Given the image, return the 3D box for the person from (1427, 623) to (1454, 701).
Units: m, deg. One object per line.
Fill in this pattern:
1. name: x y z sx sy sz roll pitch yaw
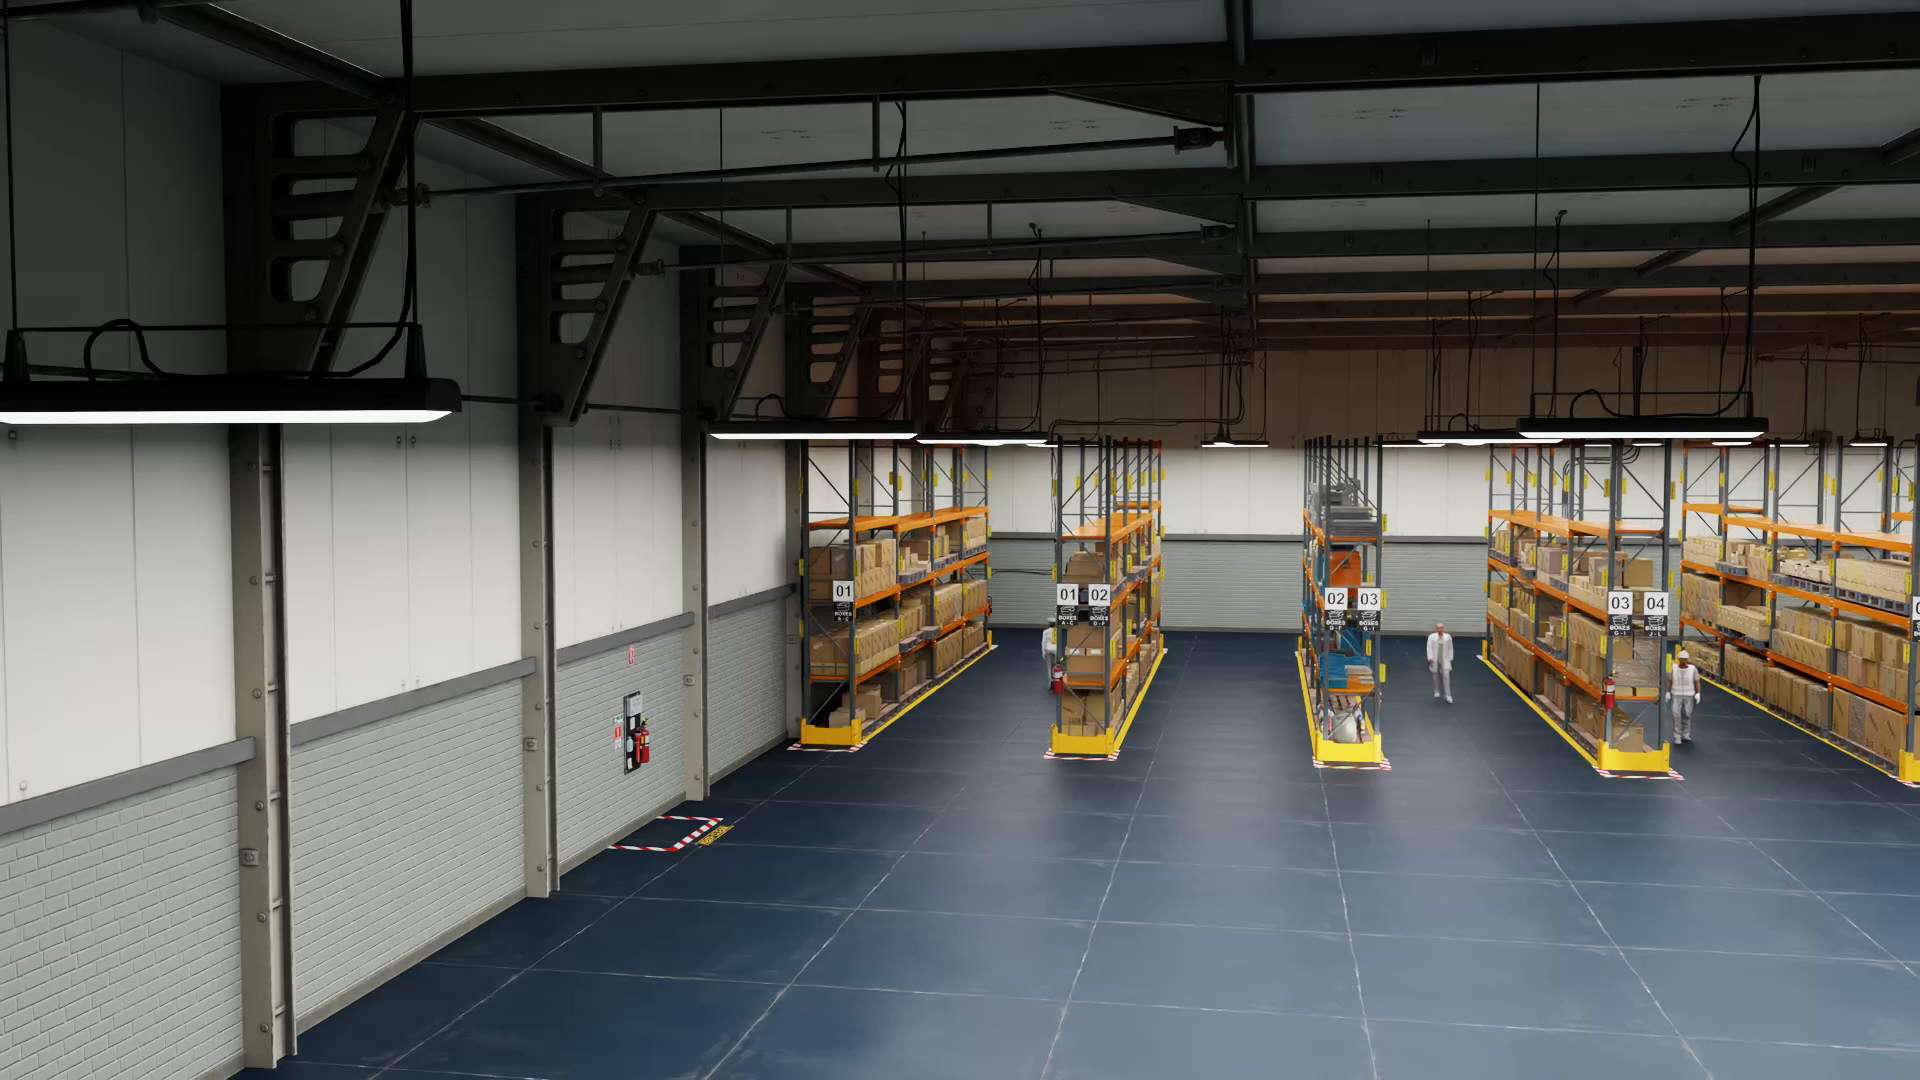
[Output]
1. person: 10.988 2.766 38.053 0.597 1.741 0.987 1 3 16

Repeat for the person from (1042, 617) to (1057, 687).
1. person: 2.224 2.704 40.166 0.517 1.681 0.448 1 3 18

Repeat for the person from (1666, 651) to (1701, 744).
1. person: 14.183 3.080 32.626 0.631 1.821 0.593 1 3 24
